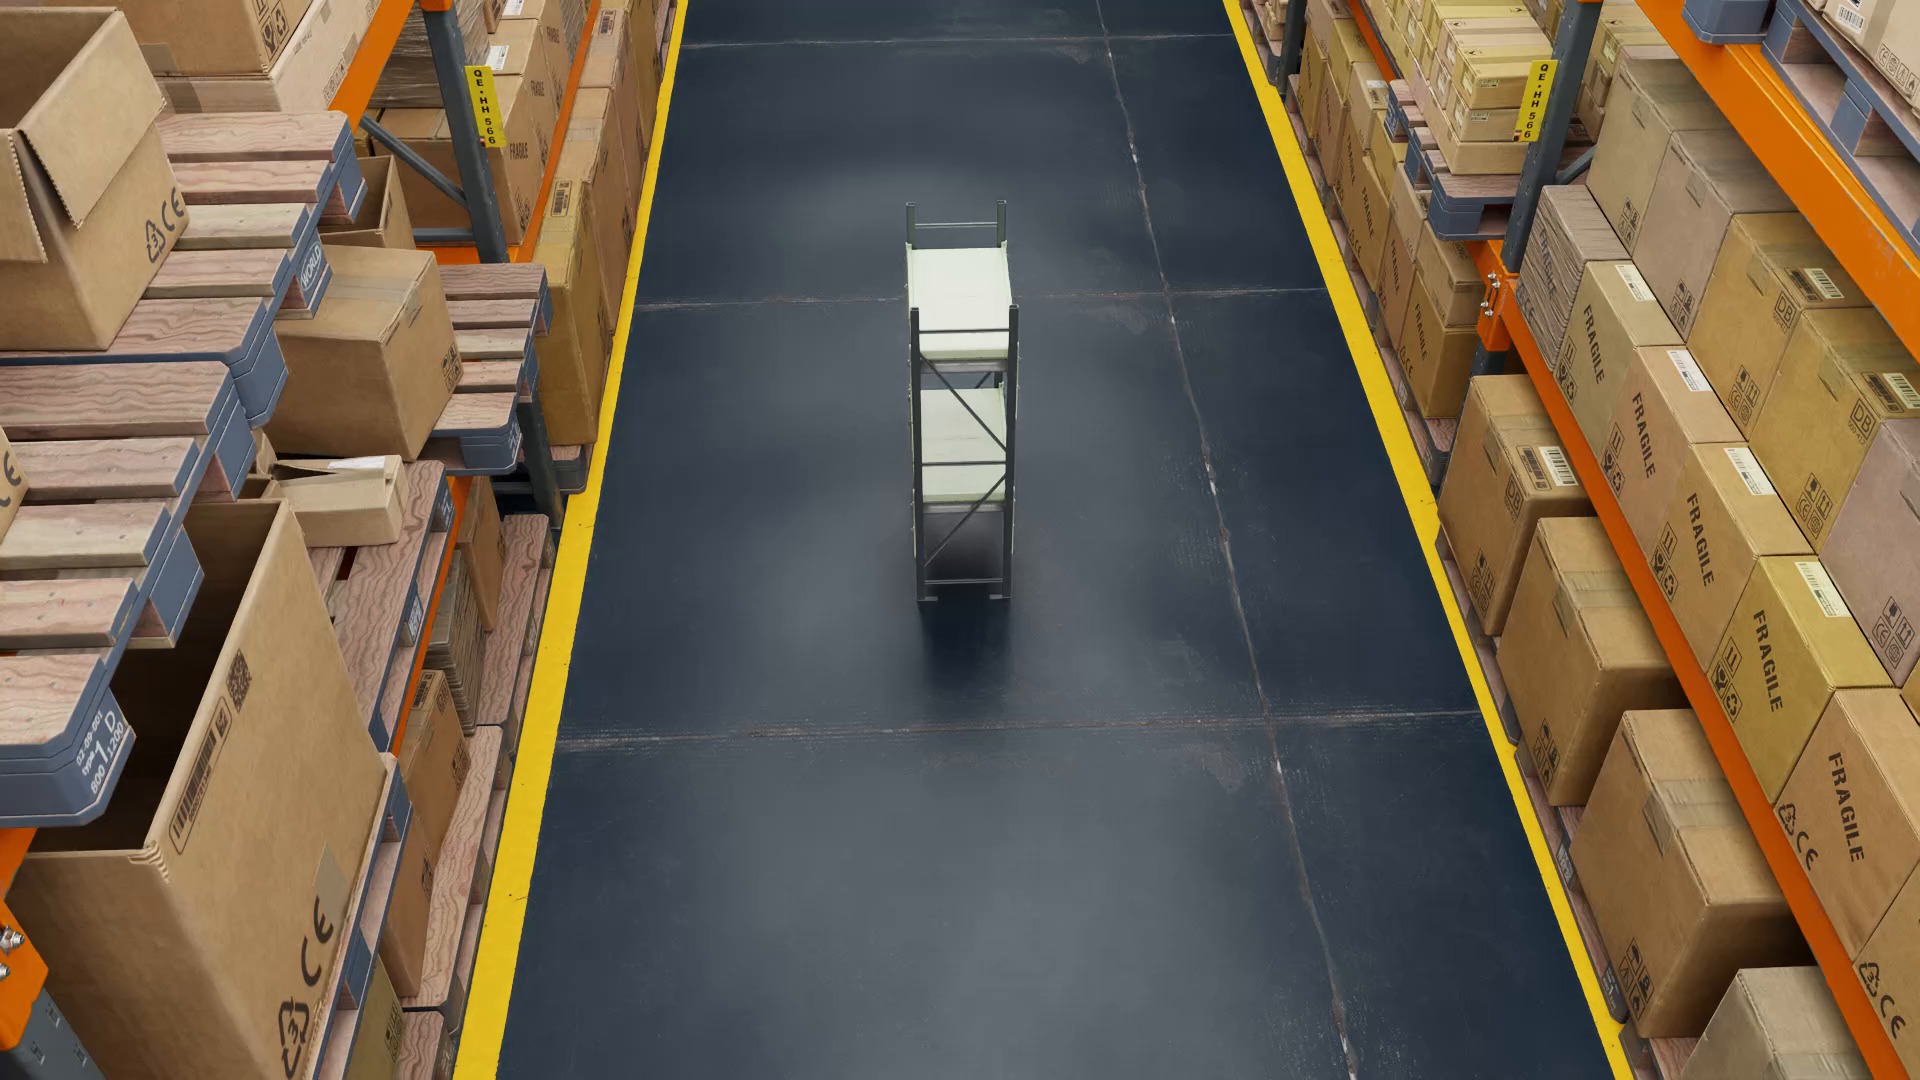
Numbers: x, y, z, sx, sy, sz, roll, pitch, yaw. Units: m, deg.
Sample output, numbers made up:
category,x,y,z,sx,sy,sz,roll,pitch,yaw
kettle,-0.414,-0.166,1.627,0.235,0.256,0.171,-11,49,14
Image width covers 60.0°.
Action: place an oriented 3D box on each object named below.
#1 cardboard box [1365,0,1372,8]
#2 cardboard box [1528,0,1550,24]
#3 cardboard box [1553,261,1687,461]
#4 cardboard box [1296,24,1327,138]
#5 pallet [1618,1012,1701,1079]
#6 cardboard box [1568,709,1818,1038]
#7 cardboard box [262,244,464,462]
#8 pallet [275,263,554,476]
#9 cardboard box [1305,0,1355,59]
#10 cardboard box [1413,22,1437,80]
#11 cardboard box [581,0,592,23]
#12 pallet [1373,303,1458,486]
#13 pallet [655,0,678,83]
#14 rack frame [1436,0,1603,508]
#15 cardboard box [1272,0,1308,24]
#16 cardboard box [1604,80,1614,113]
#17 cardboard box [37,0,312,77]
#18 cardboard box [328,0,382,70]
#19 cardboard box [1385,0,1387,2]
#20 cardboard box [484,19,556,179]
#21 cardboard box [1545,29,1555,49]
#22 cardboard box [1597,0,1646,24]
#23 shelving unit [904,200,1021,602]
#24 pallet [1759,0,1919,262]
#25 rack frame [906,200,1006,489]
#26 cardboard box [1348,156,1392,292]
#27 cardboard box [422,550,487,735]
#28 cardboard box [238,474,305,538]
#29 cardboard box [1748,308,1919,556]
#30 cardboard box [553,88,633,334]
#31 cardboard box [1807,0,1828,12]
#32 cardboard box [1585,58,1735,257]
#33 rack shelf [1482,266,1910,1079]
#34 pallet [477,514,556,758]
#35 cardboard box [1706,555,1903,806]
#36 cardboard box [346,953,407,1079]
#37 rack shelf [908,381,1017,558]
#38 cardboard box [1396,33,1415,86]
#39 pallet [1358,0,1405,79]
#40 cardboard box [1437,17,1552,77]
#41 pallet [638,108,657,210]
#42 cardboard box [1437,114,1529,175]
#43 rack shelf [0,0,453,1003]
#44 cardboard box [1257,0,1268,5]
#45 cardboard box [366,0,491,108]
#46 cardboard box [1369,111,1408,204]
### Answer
category,x,y,z,sx,sy,sz,roll,pitch,yaw
cardboard box,2.127,-2.678,7.977,0.380,0.149,0.250,-3,43,-4
cardboard box,2.803,-2.452,7.510,0.380,0.149,0.250,-2,43,-2
cardboard box,2.445,-0.629,5.792,0.500,0.500,0.500,-2,43,-2
cardboard box,2.268,-2.674,9.636,0.500,0.500,0.500,0,43,0
pallet,2.733,1.963,5.102,1.003,0.211,1.213,-2,43,-2
cardboard box,2.688,1.061,5.377,1.050,0.750,0.750,-2,43,-2
cardboard box,-2.102,-0.627,5.479,0.700,0.500,0.500,4,43,5
pallet,-2.151,-0.624,6.002,1.213,0.211,1.003,-2,43,-2
cardboard box,2.269,-2.950,9.383,0.500,0.250,0.500,-3,43,-4
cardboard box,2.169,-2.096,7.122,0.380,0.149,0.250,-1,43,-1
cardboard box,-2.122,-2.915,8.286,0.500,0.500,0.500,-2,43,-2
pallet,2.640,-0.746,8.057,1.003,0.211,1.213,-2,43,-2
pallet,-2.412,-3.360,10.910,1.003,0.211,1.213,-2,43,-2
rack frame,2.672,-1.246,6.540,1.000,3.000,0.127,-2,43,-2
cardboard box,2.171,-3.364,10.429,0.380,0.149,0.250,-1,43,-1
cardboard box,2.852,-1.750,6.744,0.380,0.149,0.250,0,43,0
cardboard box,-1.980,-1.504,4.157,0.500,0.500,0.500,-1,43,-1
cardboard box,-1.988,-1.574,4.788,0.500,0.250,0.500,-2,43,-2
cardboard box,2.139,-2.610,7.682,0.380,0.149,0.250,-1,43,-1
cardboard box,-2.061,-1.893,7.171,0.500,0.500,0.500,-3,43,-3
cardboard box,2.818,-2.162,7.414,0.380,0.149,0.250,0,43,0
cardboard box,2.826,-2.193,7.007,0.380,0.149,0.250,-2,43,-2
shelving unit,0.000,-0.548,6.888,0.431,1.500,0.755,-2,43,-2
pallet,2.802,-1.095,4.294,1.003,0.211,1.213,0,43,0
rack frame,-0.015,-0.795,7.158,0.400,1.500,0.023,-2,43,-2
cardboard box,2.325,-1.624,8.490,0.500,0.500,0.500,-3,43,-4
cardboard box,-2.203,0.413,6.254,0.700,0.500,0.500,-5,43,-5
cardboard box,-2.284,0.168,4.610,0.797,0.503,0.637,2,43,3
cardboard box,2.750,-0.316,4.710,0.700,0.500,0.500,-2,43,-2
cardboard box,-2.327,-1.612,8.200,1.225,0.875,0.875,-2,43,-2
cardboard box,2.504,-1.655,4.492,0.500,0.250,0.500,-1,43,-1
cardboard box,2.681,-1.349,5.837,0.700,0.500,0.500,-2,43,-2
rack shelf,2.757,0.369,5.310,1.077,0.370,4.000,-2,43,-2
pallet,-2.256,0.383,6.825,1.003,0.211,1.213,-2,43,-2
cardboard box,2.509,0.390,4.680,0.500,0.500,0.500,-1,43,-1
cardboard box,-2.124,1.550,5.013,0.700,0.500,0.500,-2,43,-2
rack shelf,0.000,-0.308,7.108,0.431,0.370,0.720,-2,43,-2
cardboard box,2.164,-2.138,7.388,0.380,0.149,0.250,-2,43,-2
pallet,2.547,-2.511,8.061,1.003,0.211,1.213,-2,43,-2
cardboard box,2.184,-2.015,6.813,0.380,0.149,0.250,-2,43,-2
pallet,-2.350,-2.326,9.781,1.003,0.211,1.213,-2,43,-2
cardboard box,2.191,-1.629,6.832,0.380,0.149,0.250,-1,43,-1
rack shelf,-2.203,-0.663,4.215,1.077,0.370,4.000,-2,43,-2
cardboard box,2.142,-3.660,10.972,0.380,0.149,0.250,-3,43,-3
cardboard box,-2.303,-2.073,6.625,0.797,0.503,0.637,0,43,0
cardboard box,2.342,-1.895,8.231,0.500,0.250,0.500,-1,43,-1
